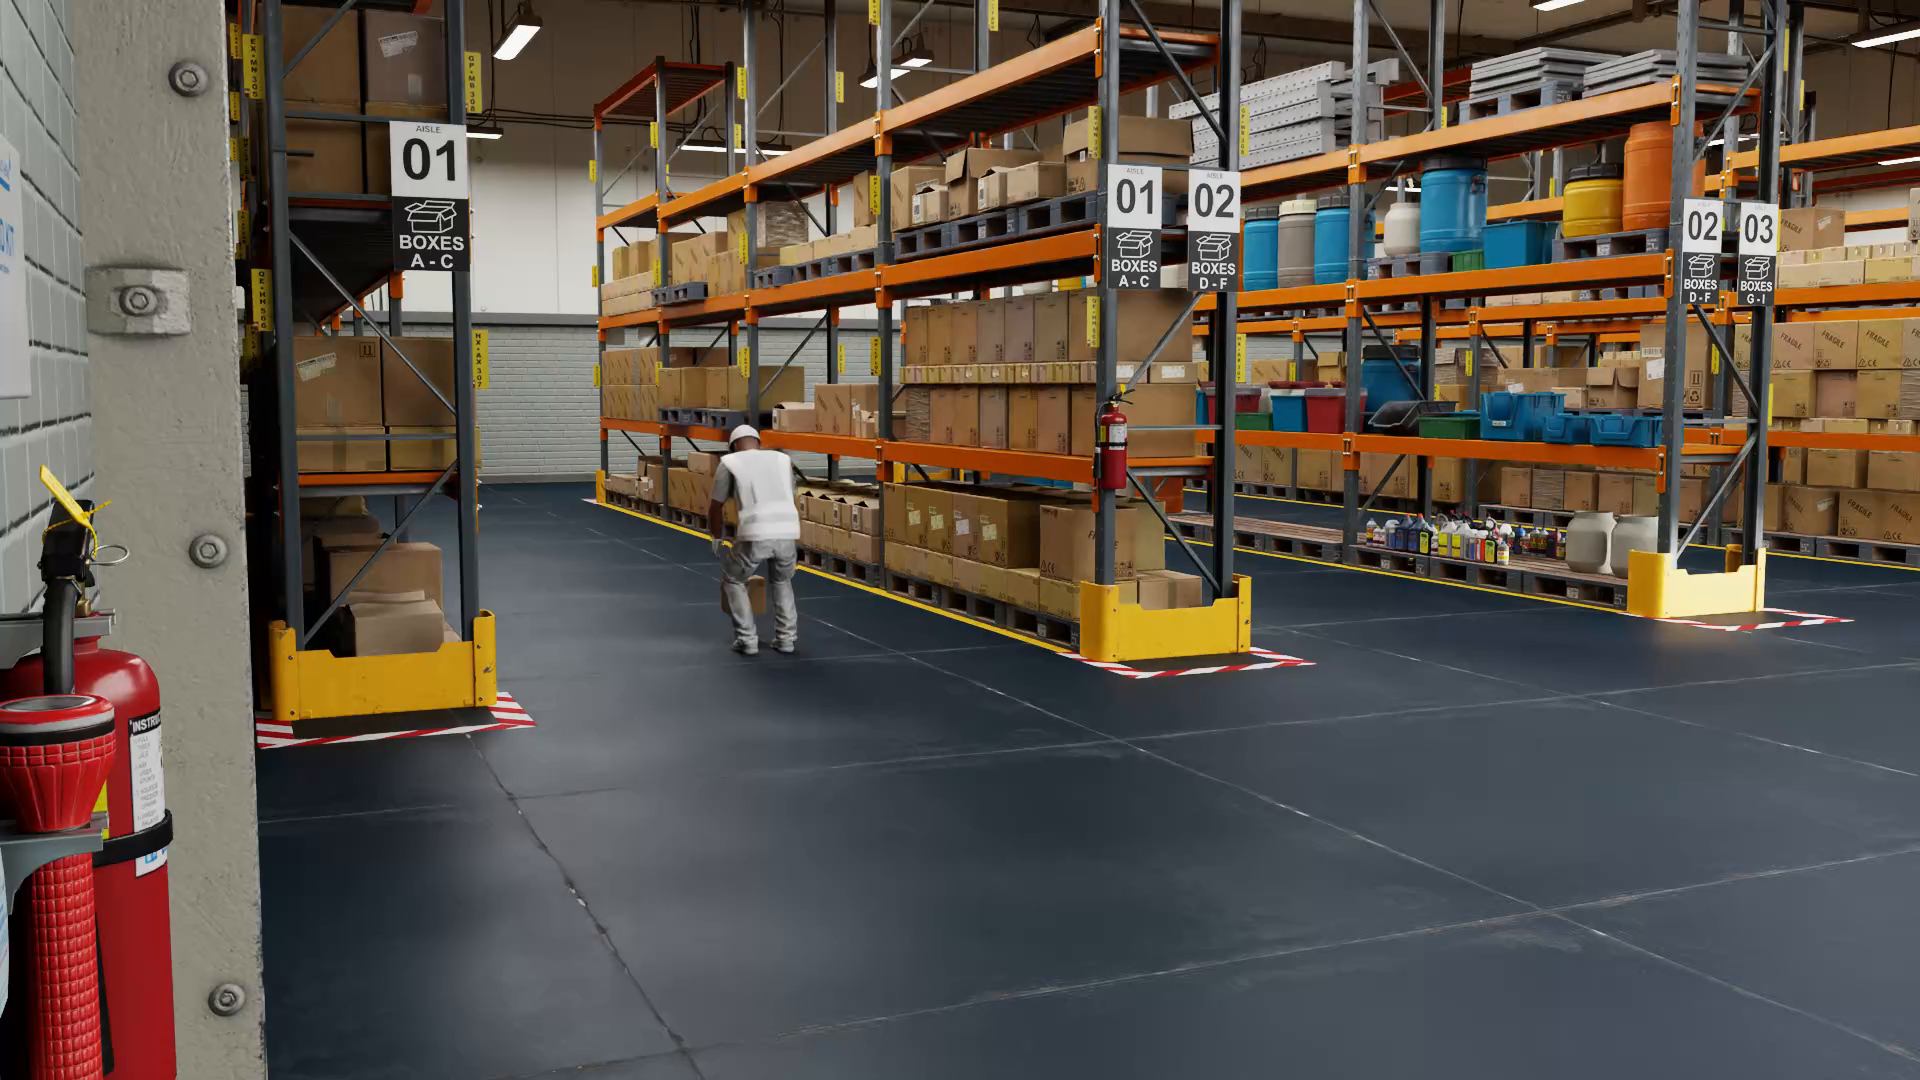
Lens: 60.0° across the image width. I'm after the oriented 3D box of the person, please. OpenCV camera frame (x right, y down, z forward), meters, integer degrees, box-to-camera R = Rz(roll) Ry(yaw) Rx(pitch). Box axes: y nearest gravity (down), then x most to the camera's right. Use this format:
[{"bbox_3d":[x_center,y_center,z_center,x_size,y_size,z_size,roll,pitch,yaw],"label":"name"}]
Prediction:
[{"bbox_3d":[-1.379,-0.011,11.216,0.608,1.526,0.696,-2,6,-23],"label":"person"}]
